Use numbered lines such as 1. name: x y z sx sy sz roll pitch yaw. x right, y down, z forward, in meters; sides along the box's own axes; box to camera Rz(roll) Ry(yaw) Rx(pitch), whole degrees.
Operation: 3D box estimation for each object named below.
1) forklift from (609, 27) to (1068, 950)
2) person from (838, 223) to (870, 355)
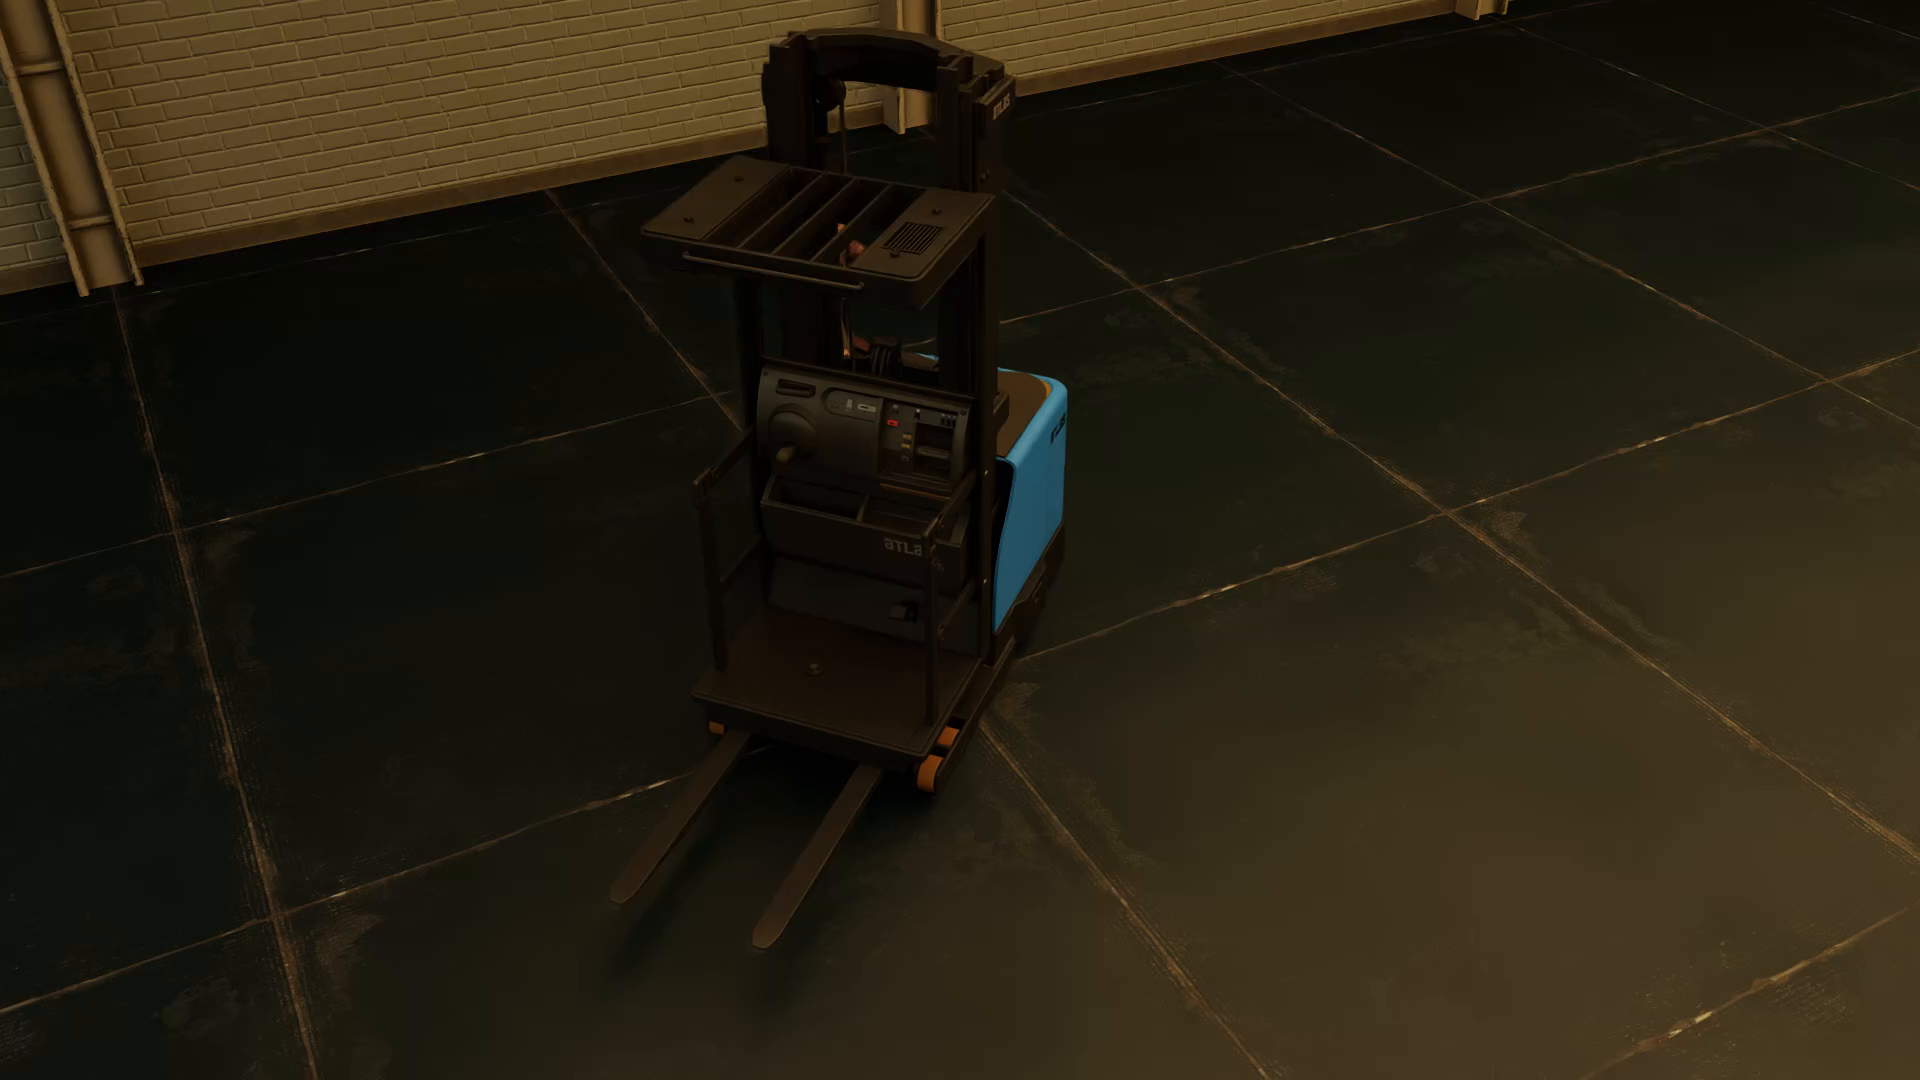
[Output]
1. forklift: -0.481 -0.387 6.671 1.130 2.935 3.031 13 37 17
2. person: -0.447 -0.895 8.694 0.854 1.429 1.125 8 36 11
